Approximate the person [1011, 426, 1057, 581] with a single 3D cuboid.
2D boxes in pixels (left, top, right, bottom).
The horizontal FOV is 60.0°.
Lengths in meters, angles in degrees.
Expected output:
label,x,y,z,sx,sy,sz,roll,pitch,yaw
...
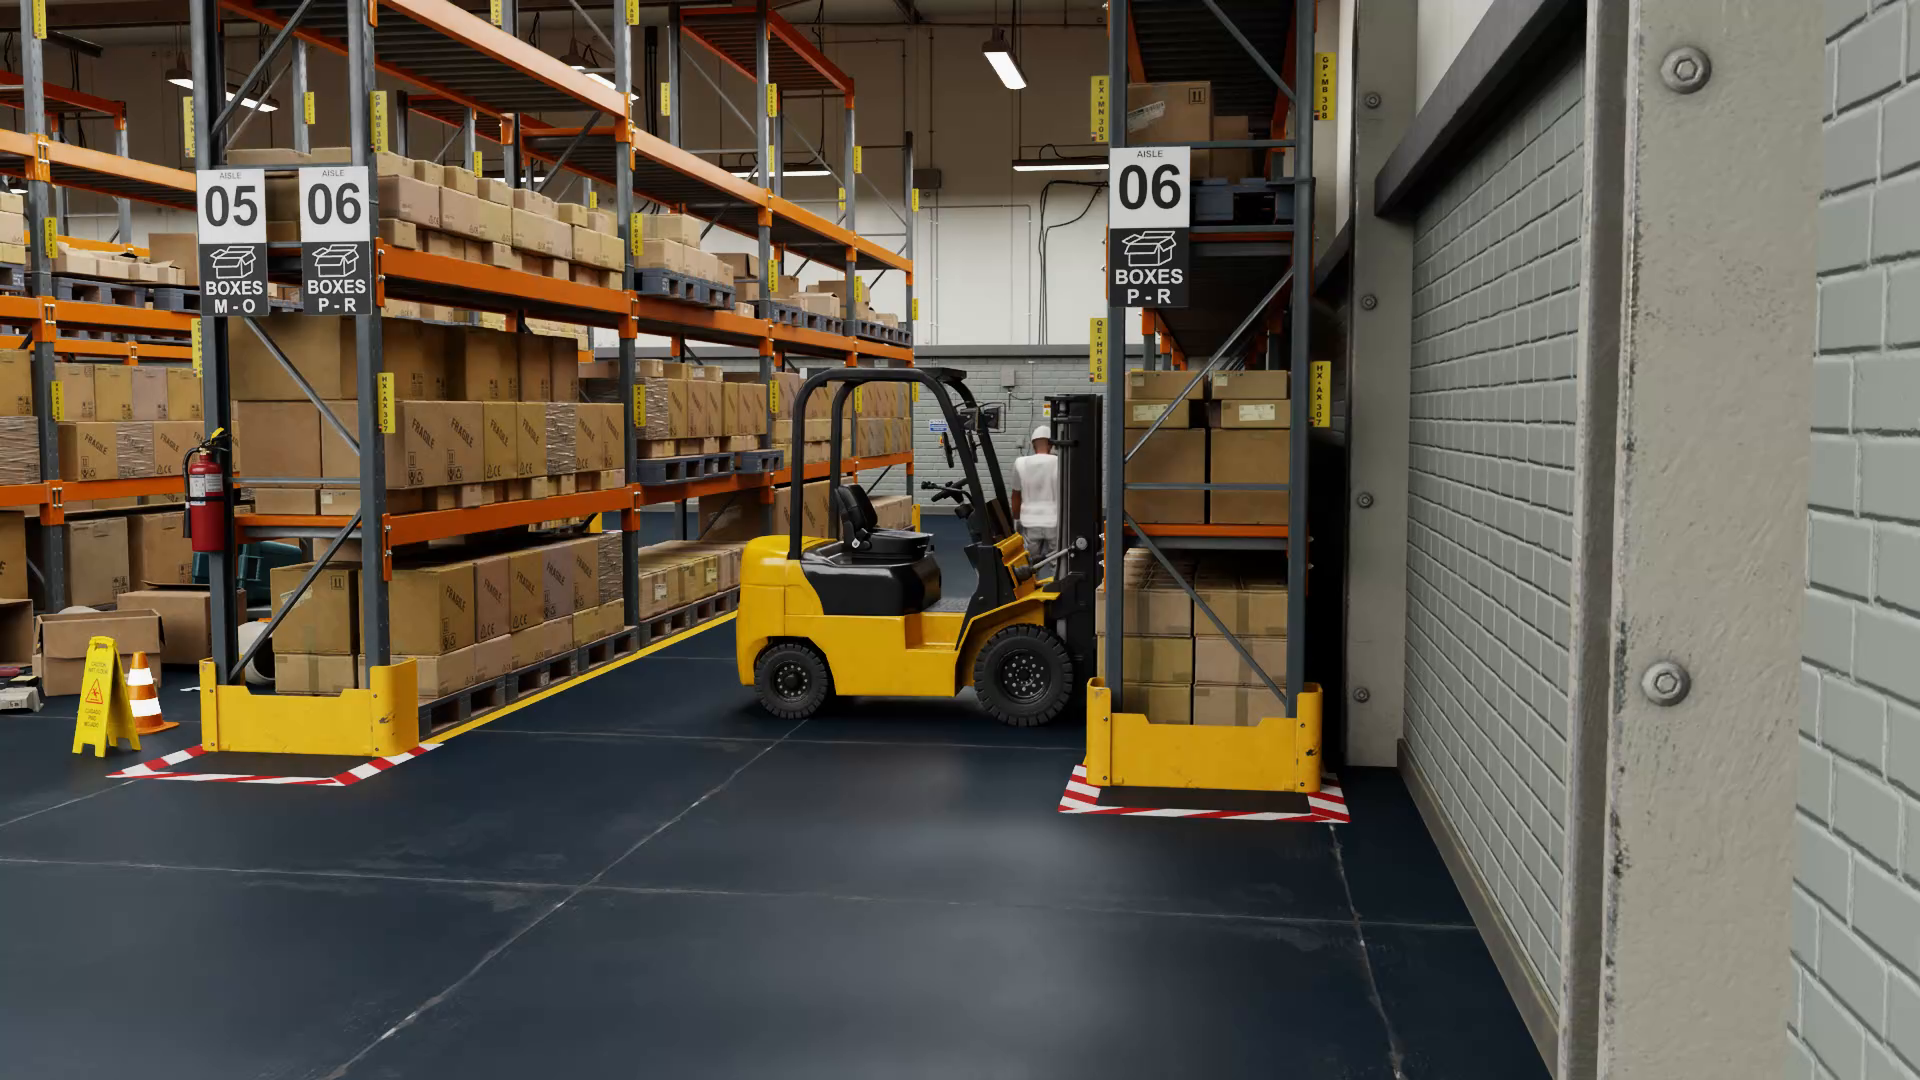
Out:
label,x,y,z,sx,sy,sz,roll,pitch,yaw
person,0.731,-0.125,14.746,0.557,1.761,0.400,1,4,10
